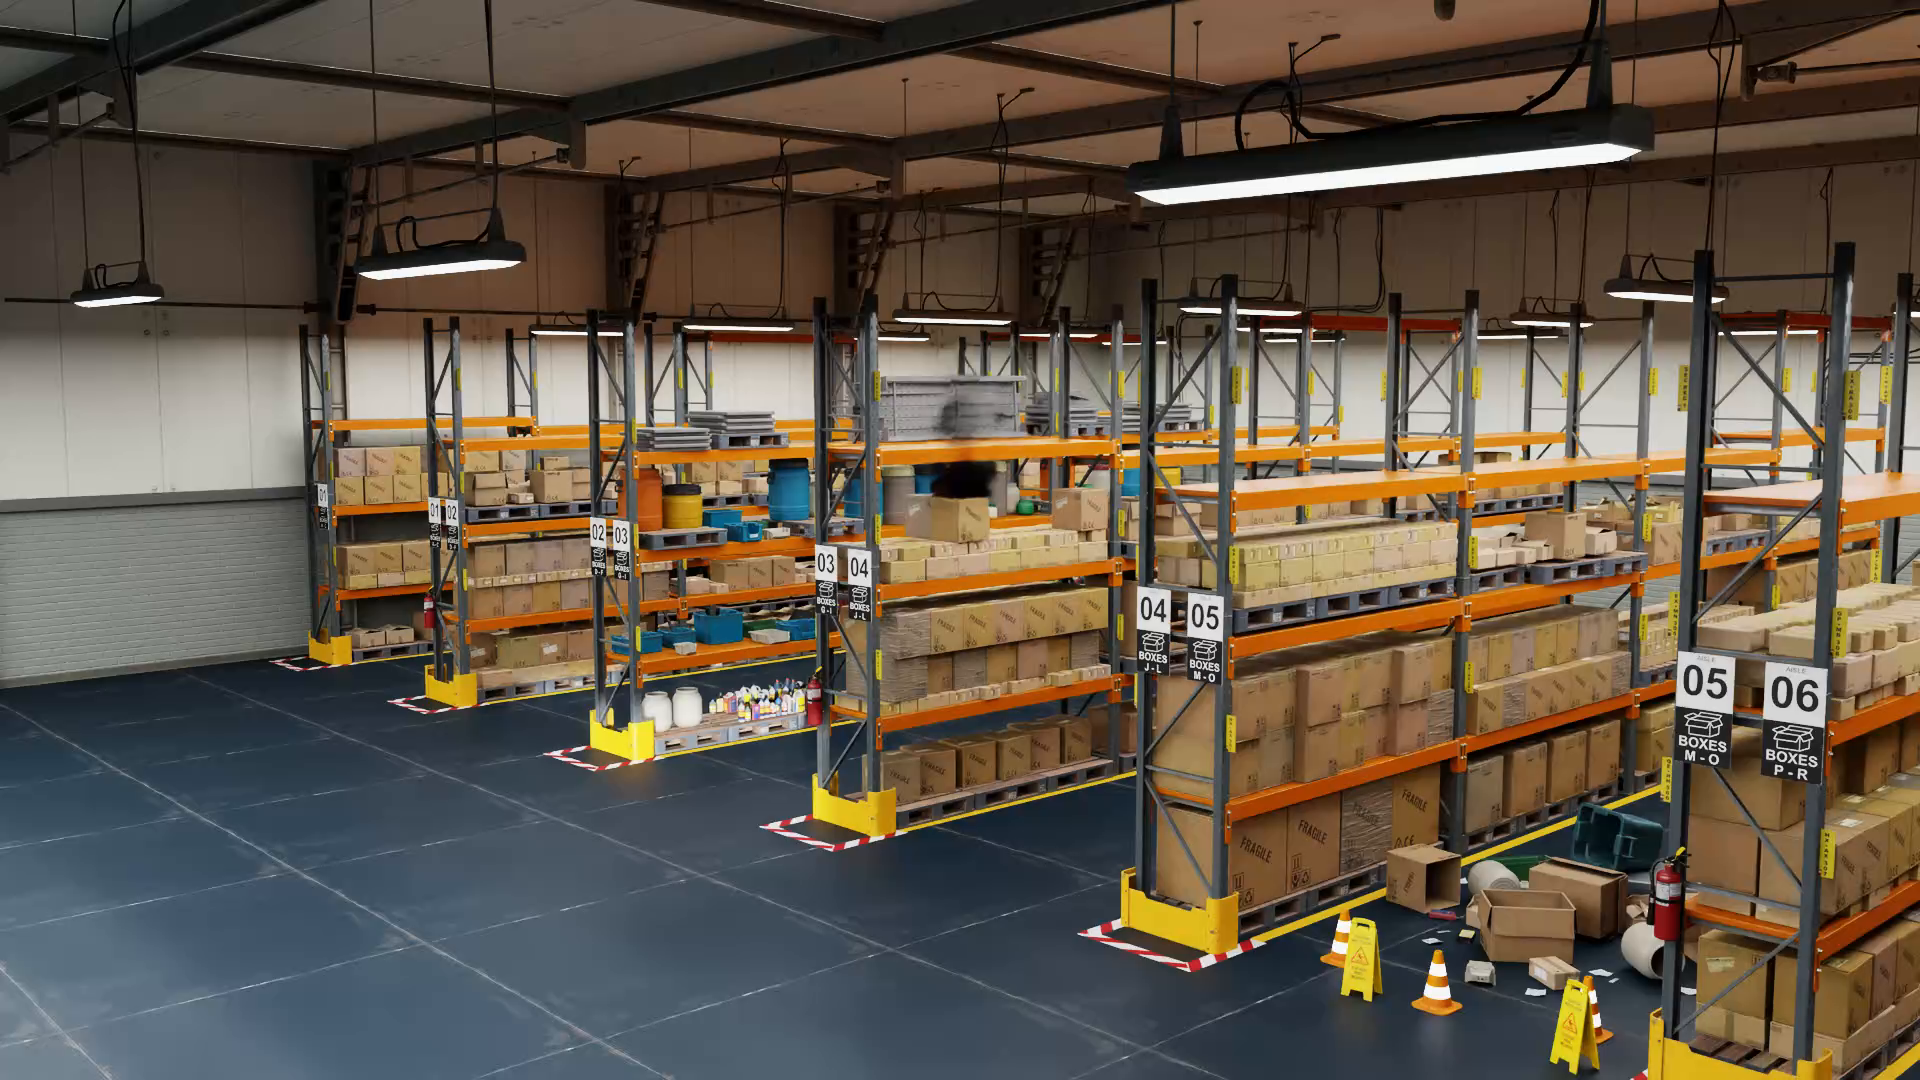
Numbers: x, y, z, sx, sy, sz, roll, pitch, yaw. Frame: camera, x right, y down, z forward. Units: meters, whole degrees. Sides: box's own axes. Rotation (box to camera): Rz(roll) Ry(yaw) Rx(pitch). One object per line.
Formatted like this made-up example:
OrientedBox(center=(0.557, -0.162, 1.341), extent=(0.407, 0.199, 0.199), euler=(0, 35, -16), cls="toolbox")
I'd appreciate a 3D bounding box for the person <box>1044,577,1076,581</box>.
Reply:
OrientedBox(center=(1.881, 1.068, 32.347), extent=(0.556, 1.721, 0.652), euler=(5, 8, 41), cls="person")
